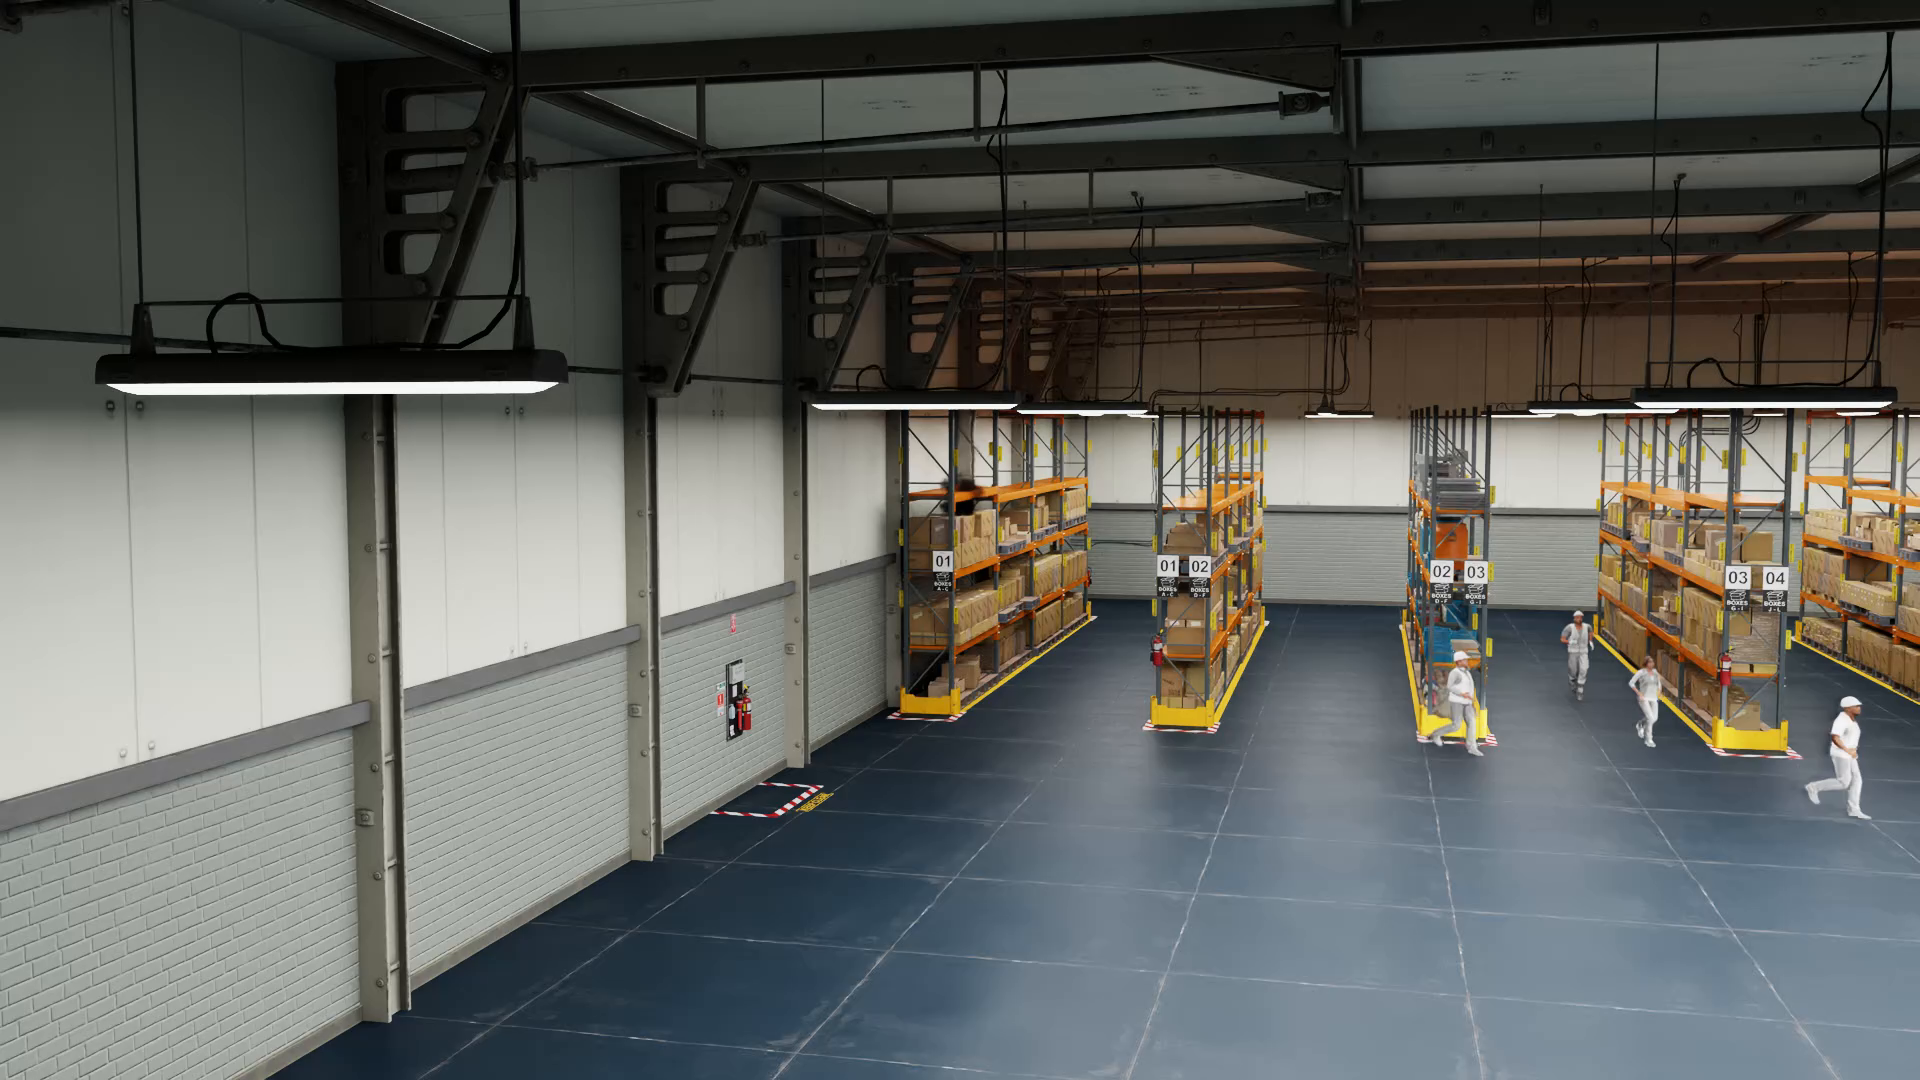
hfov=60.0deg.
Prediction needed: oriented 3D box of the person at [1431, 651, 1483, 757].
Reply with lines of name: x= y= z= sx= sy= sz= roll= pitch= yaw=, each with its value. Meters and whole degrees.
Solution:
person: x=8.609 y=2.794 z=28.593 sx=0.693 sy=1.763 sz=0.963 roll=-4 pitch=6 yaw=-43

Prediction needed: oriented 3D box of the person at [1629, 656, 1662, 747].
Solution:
person: x=12.118 y=2.829 z=29.420 sx=0.561 sy=1.583 sz=0.647 roll=-1 pitch=4 yaw=-11

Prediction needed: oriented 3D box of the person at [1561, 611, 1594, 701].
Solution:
person: x=12.773 y=2.376 z=34.419 sx=0.690 sy=1.849 sz=0.912 roll=1 pitch=4 yaw=7

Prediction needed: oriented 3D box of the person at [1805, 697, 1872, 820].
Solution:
person: x=12.778 y=3.132 z=24.125 sx=0.883 sy=1.751 sz=0.727 roll=3 pitch=5 yaw=38
